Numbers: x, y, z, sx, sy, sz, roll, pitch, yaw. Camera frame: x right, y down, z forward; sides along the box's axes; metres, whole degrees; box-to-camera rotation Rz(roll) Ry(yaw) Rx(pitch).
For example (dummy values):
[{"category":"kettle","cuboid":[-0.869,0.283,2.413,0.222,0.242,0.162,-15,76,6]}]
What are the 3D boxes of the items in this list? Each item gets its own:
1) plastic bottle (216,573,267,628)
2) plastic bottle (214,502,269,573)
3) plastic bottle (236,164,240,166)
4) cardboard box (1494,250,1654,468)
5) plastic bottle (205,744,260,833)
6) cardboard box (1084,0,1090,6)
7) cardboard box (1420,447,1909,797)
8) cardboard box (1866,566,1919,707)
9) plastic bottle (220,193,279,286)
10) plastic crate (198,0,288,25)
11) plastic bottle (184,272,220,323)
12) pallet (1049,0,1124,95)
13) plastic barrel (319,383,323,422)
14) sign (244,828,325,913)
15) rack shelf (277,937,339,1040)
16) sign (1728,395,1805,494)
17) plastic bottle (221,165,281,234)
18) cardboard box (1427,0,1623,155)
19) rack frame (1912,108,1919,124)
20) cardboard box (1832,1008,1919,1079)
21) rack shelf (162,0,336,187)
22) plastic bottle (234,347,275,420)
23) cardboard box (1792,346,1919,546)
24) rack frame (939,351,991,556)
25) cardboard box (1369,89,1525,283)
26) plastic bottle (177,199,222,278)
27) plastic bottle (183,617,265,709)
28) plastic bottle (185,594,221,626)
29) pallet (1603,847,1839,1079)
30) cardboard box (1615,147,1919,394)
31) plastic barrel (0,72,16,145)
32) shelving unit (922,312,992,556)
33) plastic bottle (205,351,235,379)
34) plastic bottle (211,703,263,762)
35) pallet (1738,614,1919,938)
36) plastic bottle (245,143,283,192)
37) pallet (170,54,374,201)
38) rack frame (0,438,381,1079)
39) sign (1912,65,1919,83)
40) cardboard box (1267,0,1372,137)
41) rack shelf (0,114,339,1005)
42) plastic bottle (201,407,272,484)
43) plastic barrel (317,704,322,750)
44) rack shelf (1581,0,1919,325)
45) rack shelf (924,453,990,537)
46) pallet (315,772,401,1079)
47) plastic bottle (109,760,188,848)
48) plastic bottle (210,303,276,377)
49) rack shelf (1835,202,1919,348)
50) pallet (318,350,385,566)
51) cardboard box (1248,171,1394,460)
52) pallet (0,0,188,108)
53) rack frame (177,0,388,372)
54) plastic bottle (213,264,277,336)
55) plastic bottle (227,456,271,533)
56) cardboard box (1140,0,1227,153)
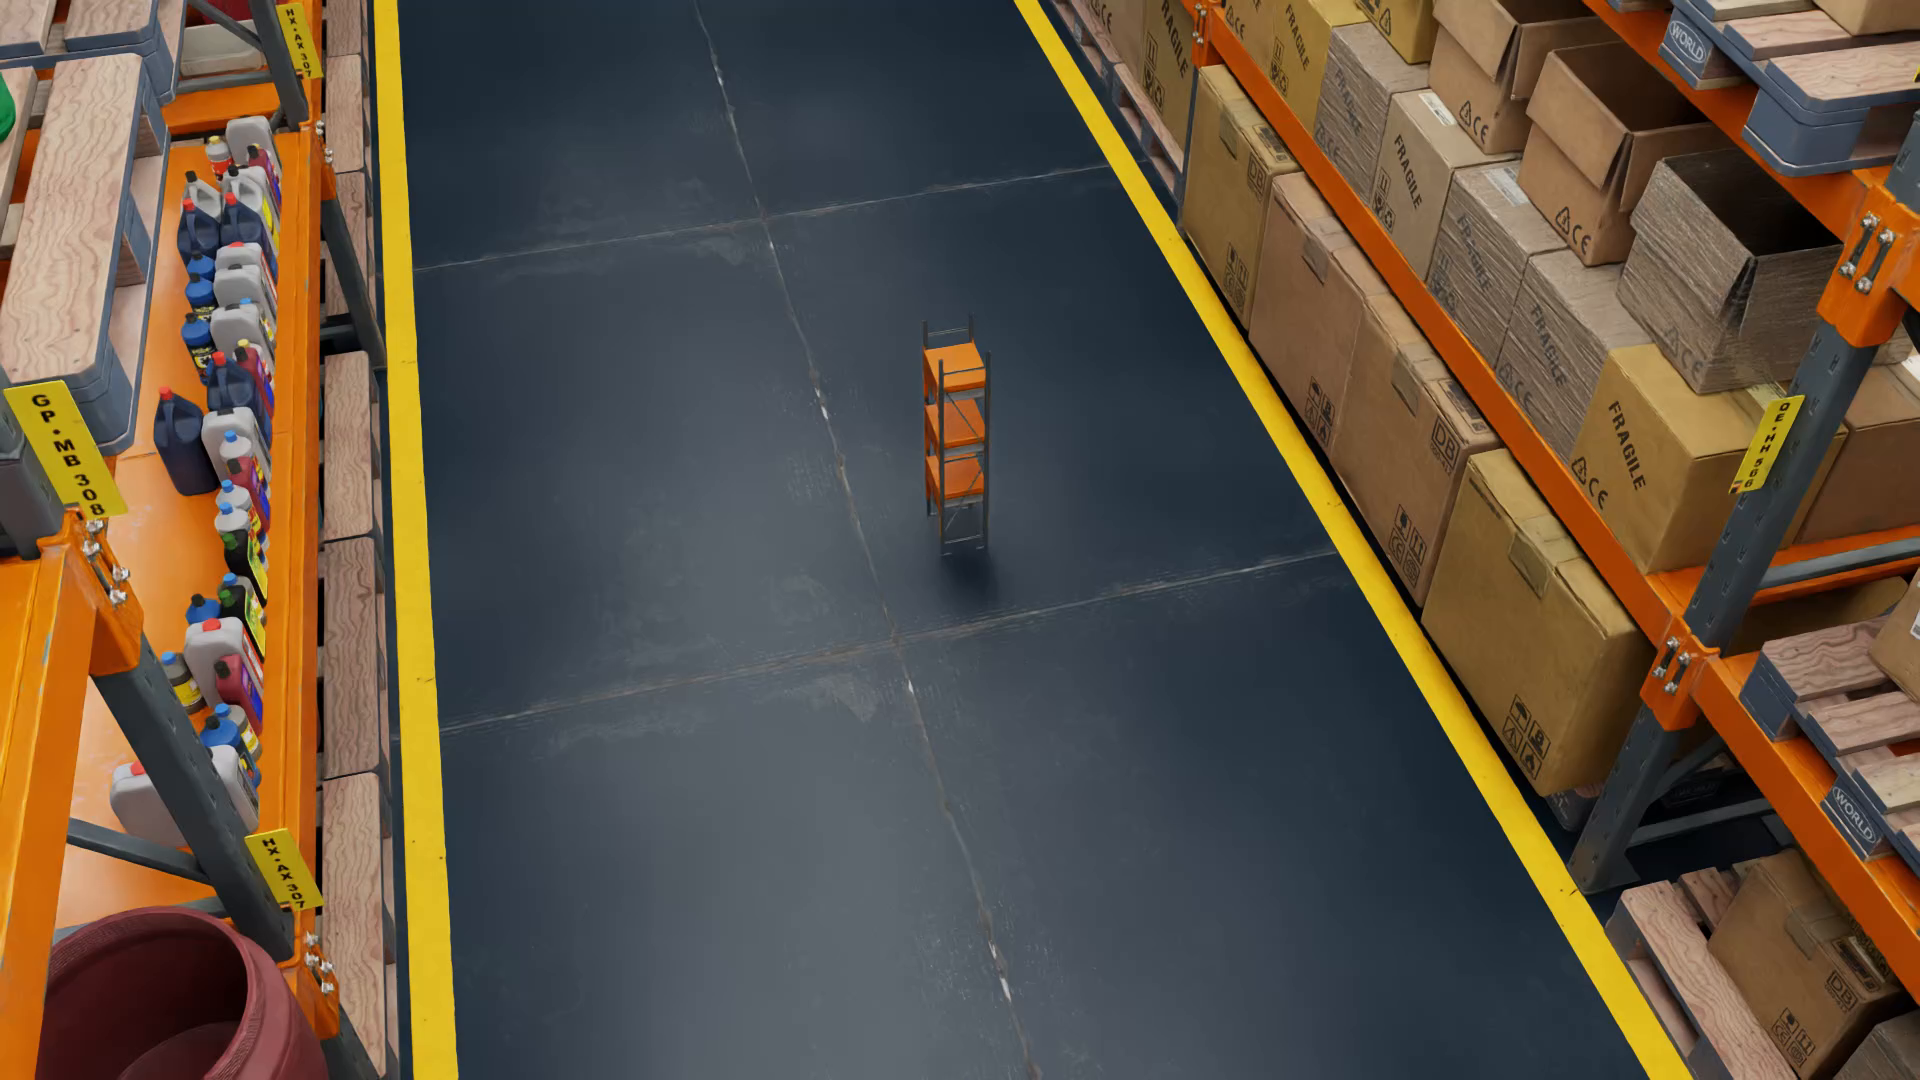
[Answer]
[{"category":"plastic bottle","cuboid":[-2.108,0.177,4.866,0.097,0.201,0.097,0,46,0]},{"category":"plastic bottle","cuboid":[-2.167,-0.007,4.998,0.097,0.271,0.097,0,46,0]},{"category":"plastic bottle","cuboid":[-2.733,-1.339,6.352,0.097,0.201,0.097,0,46,0]},{"category":"cardboard box","cuboid":[2.147,-0.620,5.438,0.500,0.500,0.500,-11,47,-11]},{"category":"plastic bottle","cuboid":[-1.952,0.647,4.353,0.152,0.276,0.135,-11,47,-10]},{"category":"cardboard box","cuboid":[1.061,-3.815,9.833,0.875,0.875,0.875,-11,47,-10]},{"category":"cardboard box","cuboid":[2.478,0.172,5.925,1.225,0.875,0.875,-13,47,-12]},{"category":"cardboard box","cuboid":[2.811,0.240,4.302,0.500,0.500,0.500,-16,48,-15]},{"category":"plastic bottle","cuboid":[-2.578,-1.080,5.994,0.144,0.351,0.185,-11,47,-10]},{"category":"plastic crate","cuboid":[-3.164,-2.506,7.269,0.402,0.464,0.583,-11,47,-10]},{"category":"plastic bottle","cuboid":[-2.623,-0.813,5.787,0.097,0.271,0.097,0,46,0]},{"category":"pallet","cuboid":[1.176,-3.113,9.904,1.003,0.211,1.213,-11,47,-10]},{"category":"plastic barrel","cuboid":[-3.055,-0.834,6.893,0.600,0.901,0.708,-11,47,-10]},{"category":"sign","cuboid":[-1.623,0.799,4.003,0.100,0.325,0.005,-11,47,-10]},{"category":"rack shelf","cuboid":[-1.641,2.594,2.862,1.077,0.370,4.000,-11,47,-10]},{"category":"sign","cuboid":[2.099,-0.245,4.330,0.100,0.325,0.005,-11,47,-10]},{"category":"plastic bottle","cuboid":[-2.671,-1.291,6.253,0.152,0.276,0.135,-11,47,-10]},{"category":"cardboard box","cuboid":[2.121,-1.750,5.843,0.797,0.503,0.637,-9,46,-9]},{"category":"rack frame","cuboid":[2.634,-2.044,2.703,1.000,3.000,0.127,-11,47,-10]},{"category":"cardboard box","cuboid":[2.980,1.616,4.758,0.700,0.500,0.500,-14,47,-14]},{"category":"rack shelf","cuboid":[-3.689,-2.929,8.275,1.077,0.370,4.000,-11,47,-10]},{"category":"plastic bottle","cuboid":[-2.344,-0.541,5.513,0.061,0.283,0.133,-11,47,-10]},{"category":"cardboard box","cuboid":[2.773,-0.364,5.188,0.500,0.500,0.500,-9,46,-9]},{"category":"rack frame","cuboid":[0.018,-0.320,6.579,0.200,1.050,0.008,-11,47,-10]},{"category":"cardboard box","cuboid":[1.881,-1.329,6.133,0.500,0.500,0.500,-10,46,-10]},{"category":"plastic bottle","cuboid":[-2.718,-1.054,5.968,0.144,0.351,0.185,-11,47,-10]},{"category":"plastic bottle","cuboid":[-2.070,0.328,4.666,0.152,0.276,0.135,-11,47,-10]},{"category":"plastic bottle","cuboid":[-2.132,0.255,4.740,0.097,0.271,0.097,0,46,0]},{"category":"pallet","cuboid":[2.833,1.572,5.313,1.003,0.211,1.213,-11,47,-10]},{"category":"cardboard box","cuboid":[2.463,-0.838,4.949,0.797,0.503,0.637,-9,46,-9]},{"category":"plastic barrel","cuboid":[-2.202,-0.954,3.550,0.294,0.245,0.294,0,46,0]},{"category":"shelving unit","cuboid":[-0.014,-0.404,6.662,0.215,1.050,0.252,-11,47,-10]},{"category":"plastic bottle","cuboid":[-2.416,-0.510,5.491,0.097,0.271,0.097,0,46,0]},{"category":"plastic bottle","cuboid":[-1.980,0.521,4.529,0.097,0.201,0.097,0,46,0]},{"category":"pallet","cuboid":[2.920,0.596,4.451,1.213,0.211,1.003,-11,47,-10]},{"category":"plastic bottle","cuboid":[-2.708,-1.442,6.453,0.097,0.201,0.097,0,46,0]},{"category":"pallet","cuboid":[-3.719,-2.168,8.978,1.003,0.211,1.213,-11,47,-10]},{"category":"rack frame","cuboid":[-2.153,0.962,3.958,1.000,3.000,0.127,-11,47,-10]},{"category":"sign","cuboid":[2.096,-1.107,3.467,0.100,0.325,0.005,-11,47,-10]},{"category":"cardboard box","cuboid":[1.616,-2.030,6.820,0.500,0.500,0.500,-11,47,-10]},{"category":"rack shelf","cuboid":[-2.665,-0.167,5.568,1.077,0.370,4.000,-11,47,-10]},{"category":"plastic bottle","cuboid":[-2.307,-0.310,5.291,0.152,0.276,0.135,-11,47,-10]},{"category":"plastic barrel","cuboid":[-2.584,0.544,5.761,0.600,0.588,0.708,-11,47,-10]},{"category":"rack shelf","cuboid":[2.122,-2.123,5.384,1.077,0.370,4.000,-11,47,-10]},{"category":"rack shelf","cuboid":[-0.014,-0.202,6.868,0.215,0.259,0.240,-11,47,-10]},{"category":"pallet","cuboid":[-2.396,1.401,5.480,1.003,0.211,1.213,-11,47,-10]},{"category":"plastic bottle","cuboid":[-2.099,0.675,4.326,0.152,0.276,0.135,-11,47,-10]},{"category":"plastic bottle","cuboid":[-2.448,-0.690,5.664,0.152,0.276,0.135,-11,47,-10]},{"category":"rack shelf","cuboid":[3.146,0.639,2.678,1.077,0.370,4.000,-11,47,-10]},{"category":"pallet","cuboid":[-3.020,-0.284,7.131,1.003,0.211,1.213,-11,47,-10]},{"category":"cardboard box","cuboid":[2.023,-1.054,7.127,1.225,0.875,0.875,-12,47,-12]},{"category":"pallet","cuboid":[-2.589,-1.478,4.381,1.003,0.211,1.213,-11,47,-10]},{"category":"rack frame","cuboid":[-3.177,-1.800,6.665,1.000,3.000,0.127,-11,47,-10]},{"category":"plastic bottle","cuboid":[-2.507,-0.850,5.821,0.152,0.276,0.135,-11,47,-10]},{"category":"plastic bottle","cuboid":[-2.203,-0.162,5.140,0.061,0.283,0.133,-11,47,-10]},{"category":"cardboard box","cuboid":[1.519,-2.579,8.622,0.875,0.875,0.875,-11,47,-10]}]
